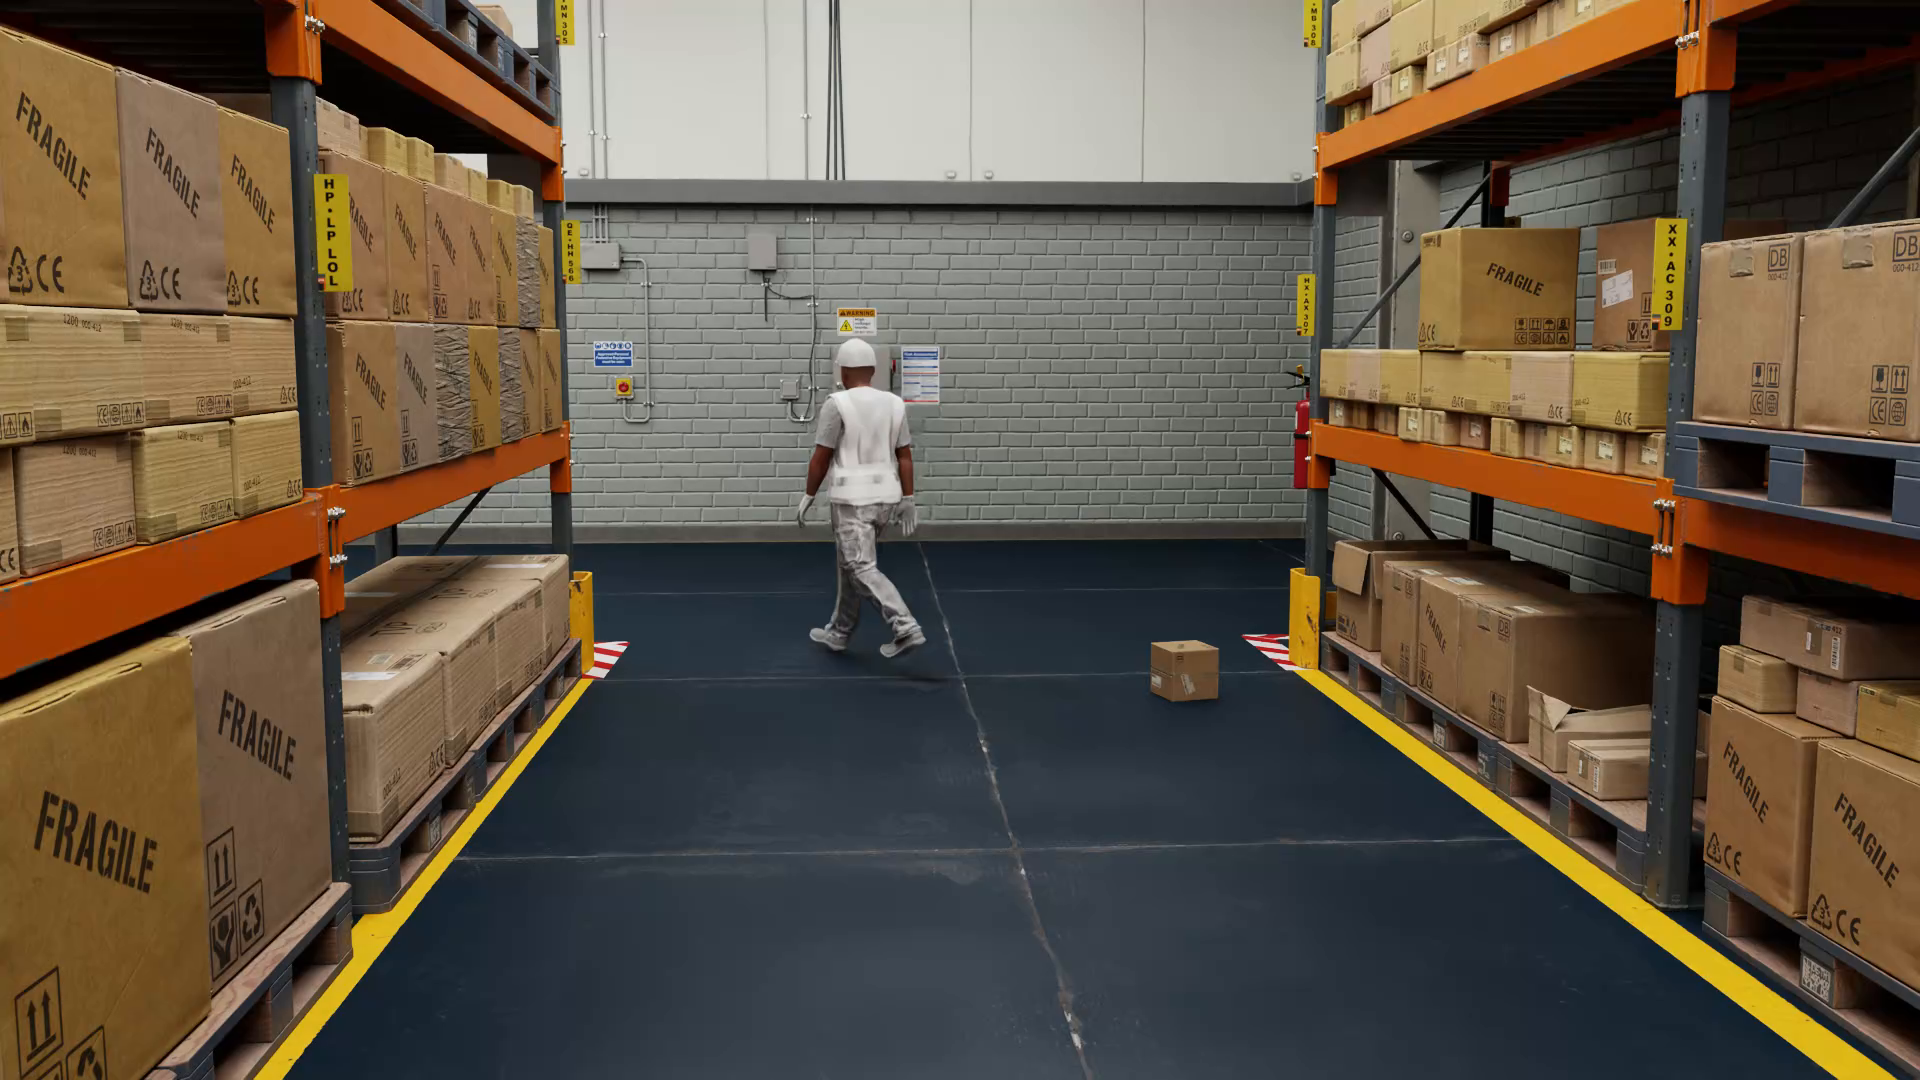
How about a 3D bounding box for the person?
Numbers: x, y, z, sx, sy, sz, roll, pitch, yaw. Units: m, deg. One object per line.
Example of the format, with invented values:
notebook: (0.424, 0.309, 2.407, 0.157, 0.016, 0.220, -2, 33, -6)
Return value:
person: (-0.518, -0.211, 8.961, 1.095, 1.735, 0.560, 6, 9, 43)
